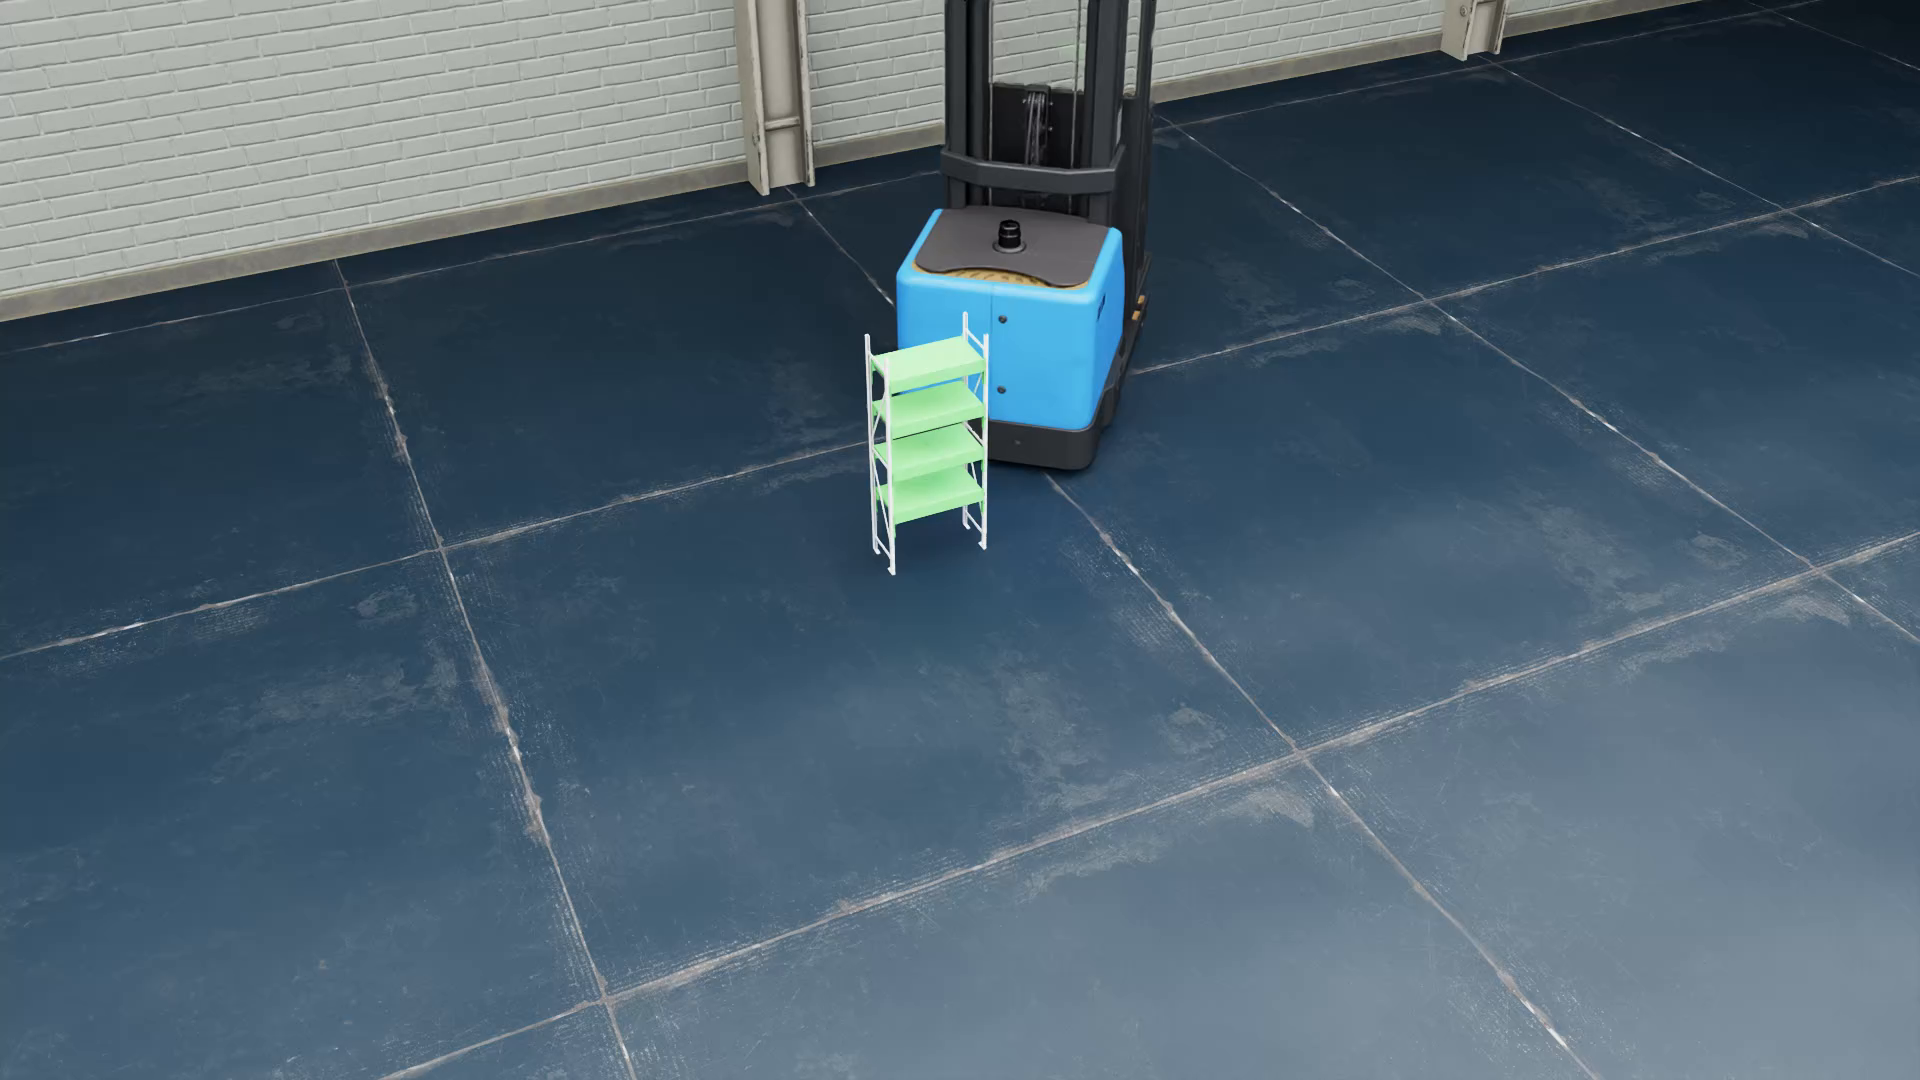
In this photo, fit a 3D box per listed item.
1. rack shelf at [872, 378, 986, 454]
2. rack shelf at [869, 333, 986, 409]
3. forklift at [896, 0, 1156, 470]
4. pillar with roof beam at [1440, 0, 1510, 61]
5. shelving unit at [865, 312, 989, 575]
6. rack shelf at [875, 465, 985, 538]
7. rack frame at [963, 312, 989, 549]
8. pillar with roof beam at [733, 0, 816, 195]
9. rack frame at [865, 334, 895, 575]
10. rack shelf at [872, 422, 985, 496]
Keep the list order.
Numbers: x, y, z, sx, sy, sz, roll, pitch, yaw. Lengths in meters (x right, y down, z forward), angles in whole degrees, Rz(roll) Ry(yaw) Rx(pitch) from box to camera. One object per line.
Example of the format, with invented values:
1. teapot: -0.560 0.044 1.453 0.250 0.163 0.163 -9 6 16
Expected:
1. rack shelf: -0.150 -0.581 7.731 0.480 0.148 0.258 -16 39 -20
2. rack shelf: -0.150 -0.774 7.588 0.480 0.148 0.258 -16 39 -20
3. forklift: 0.518 -2.419 9.050 1.130 2.935 3.031 8 37 11
4. pillar with roof beam: 6.012 -5.315 7.862 0.400 9.000 9.100 -16 39 -20
5. shelving unit: -0.150 -0.440 7.836 0.503 1.200 0.258 -16 39 -20
6. rack shelf: -0.150 -0.196 8.017 0.480 0.148 0.258 -16 39 -20
7. rack frame: 0.071 -0.502 7.919 0.015 1.200 0.240 -16 39 -20
8. pillar with roof beam: 0.580 -3.796 5.815 0.400 9.000 9.100 -16 39 -20
9. rack frame: -0.371 -0.378 7.753 0.015 1.200 0.240 -16 39 -20
10. rack shelf: -0.150 -0.389 7.874 0.480 0.148 0.258 -16 39 -20
